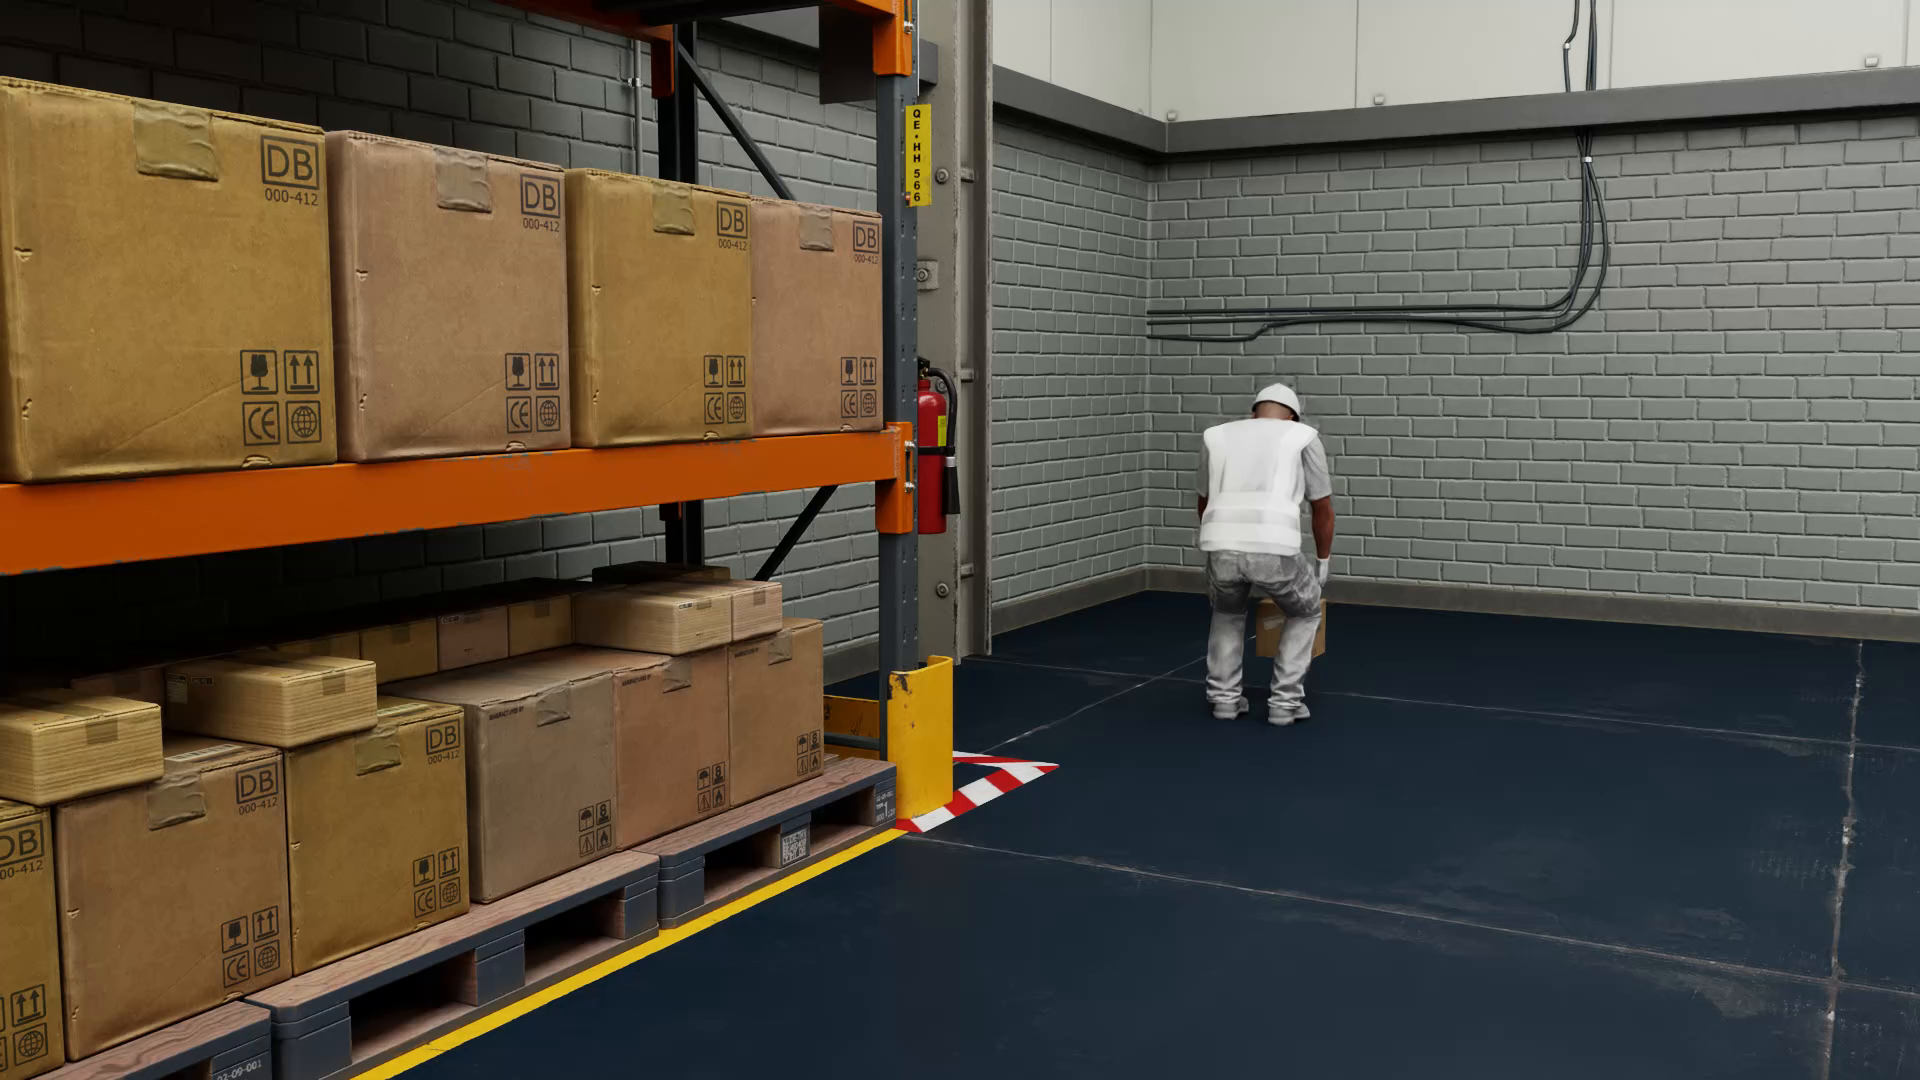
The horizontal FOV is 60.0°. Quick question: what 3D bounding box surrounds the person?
[{"bbox_3d":[1.282,0.047,7.209,0.612,1.441,0.755,3,7,29],"label":"person"}]
